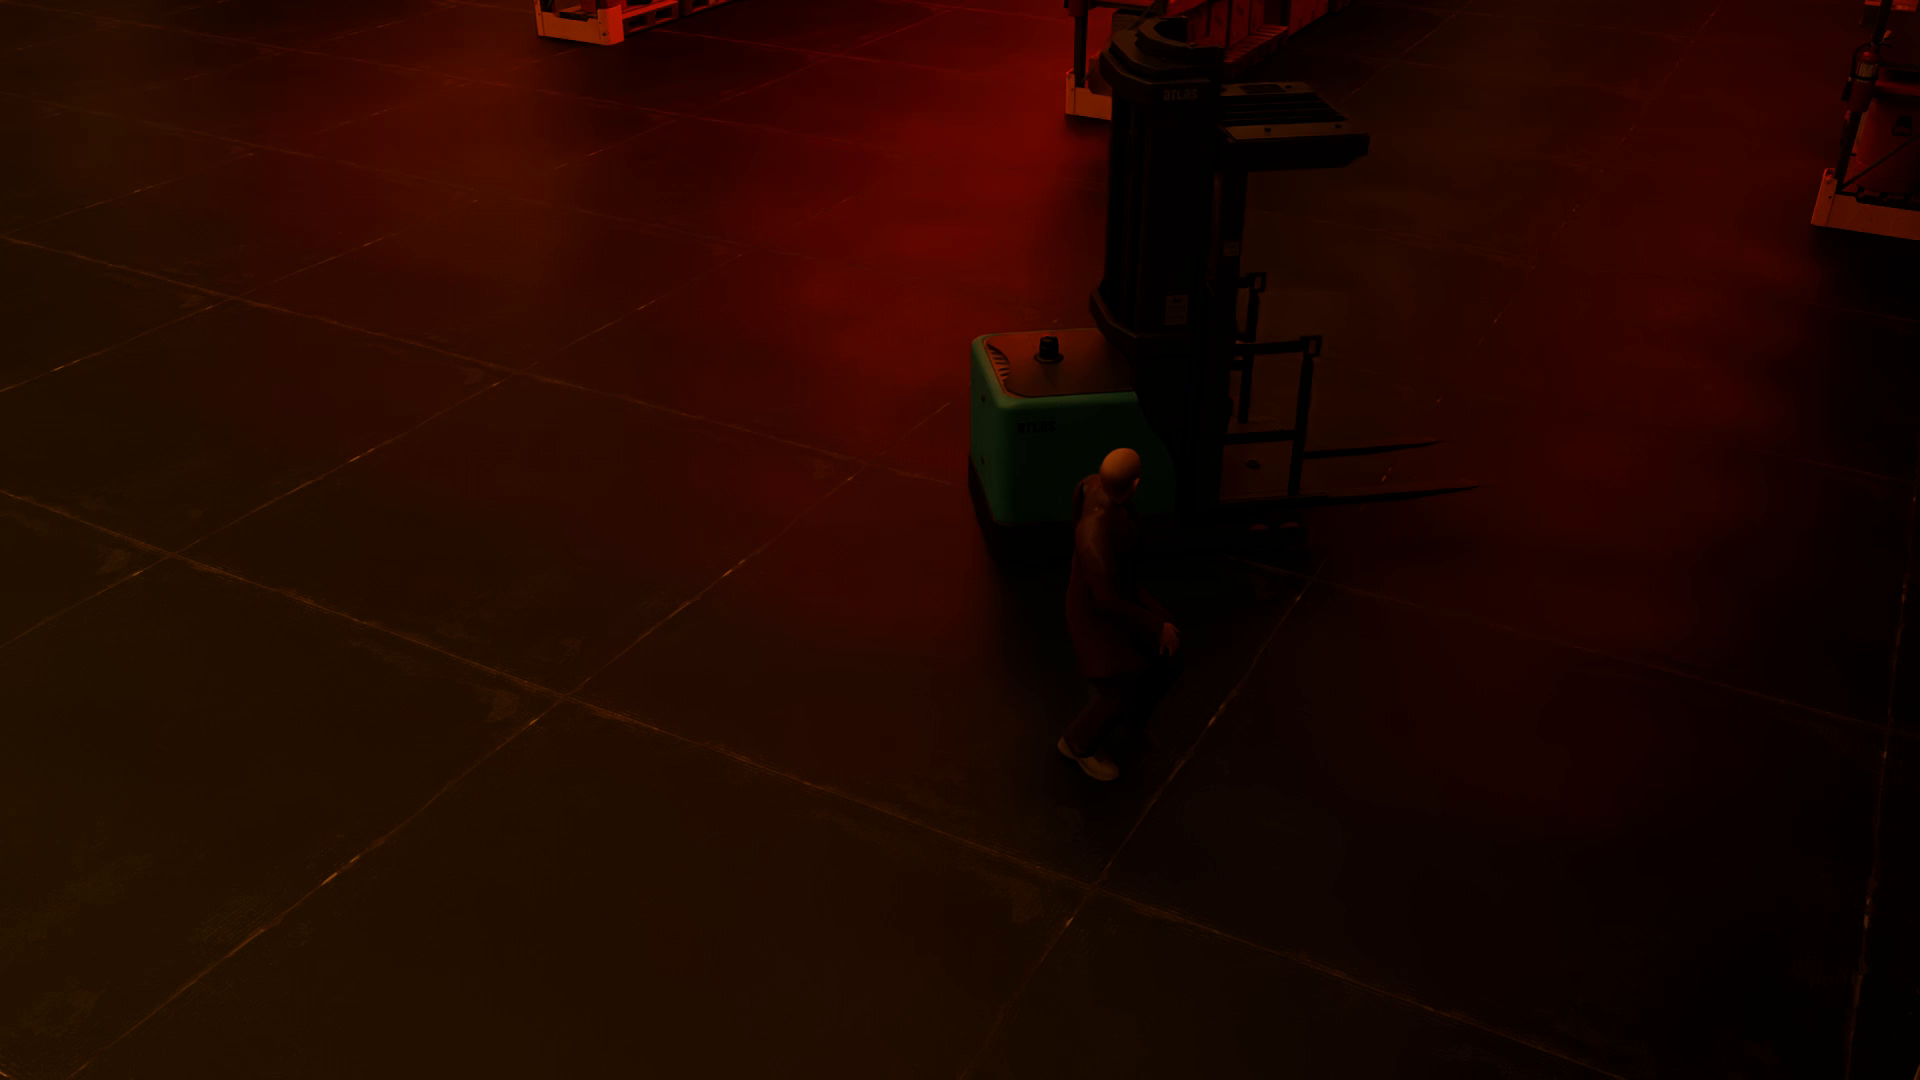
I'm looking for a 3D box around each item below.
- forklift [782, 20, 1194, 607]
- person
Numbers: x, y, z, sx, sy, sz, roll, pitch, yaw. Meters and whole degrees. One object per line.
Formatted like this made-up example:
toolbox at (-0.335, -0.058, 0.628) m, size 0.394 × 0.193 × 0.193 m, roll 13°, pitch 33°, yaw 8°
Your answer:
forklift at (0.333, -1.558, 9.769) m, size 1.130 × 2.935 × 3.031 m, roll 24°, pitch 37°, yaw 35°
person at (1.189, 0.858, 6.746) m, size 0.645 × 1.775 × 0.442 m, roll -10°, pitch 32°, yaw -17°
